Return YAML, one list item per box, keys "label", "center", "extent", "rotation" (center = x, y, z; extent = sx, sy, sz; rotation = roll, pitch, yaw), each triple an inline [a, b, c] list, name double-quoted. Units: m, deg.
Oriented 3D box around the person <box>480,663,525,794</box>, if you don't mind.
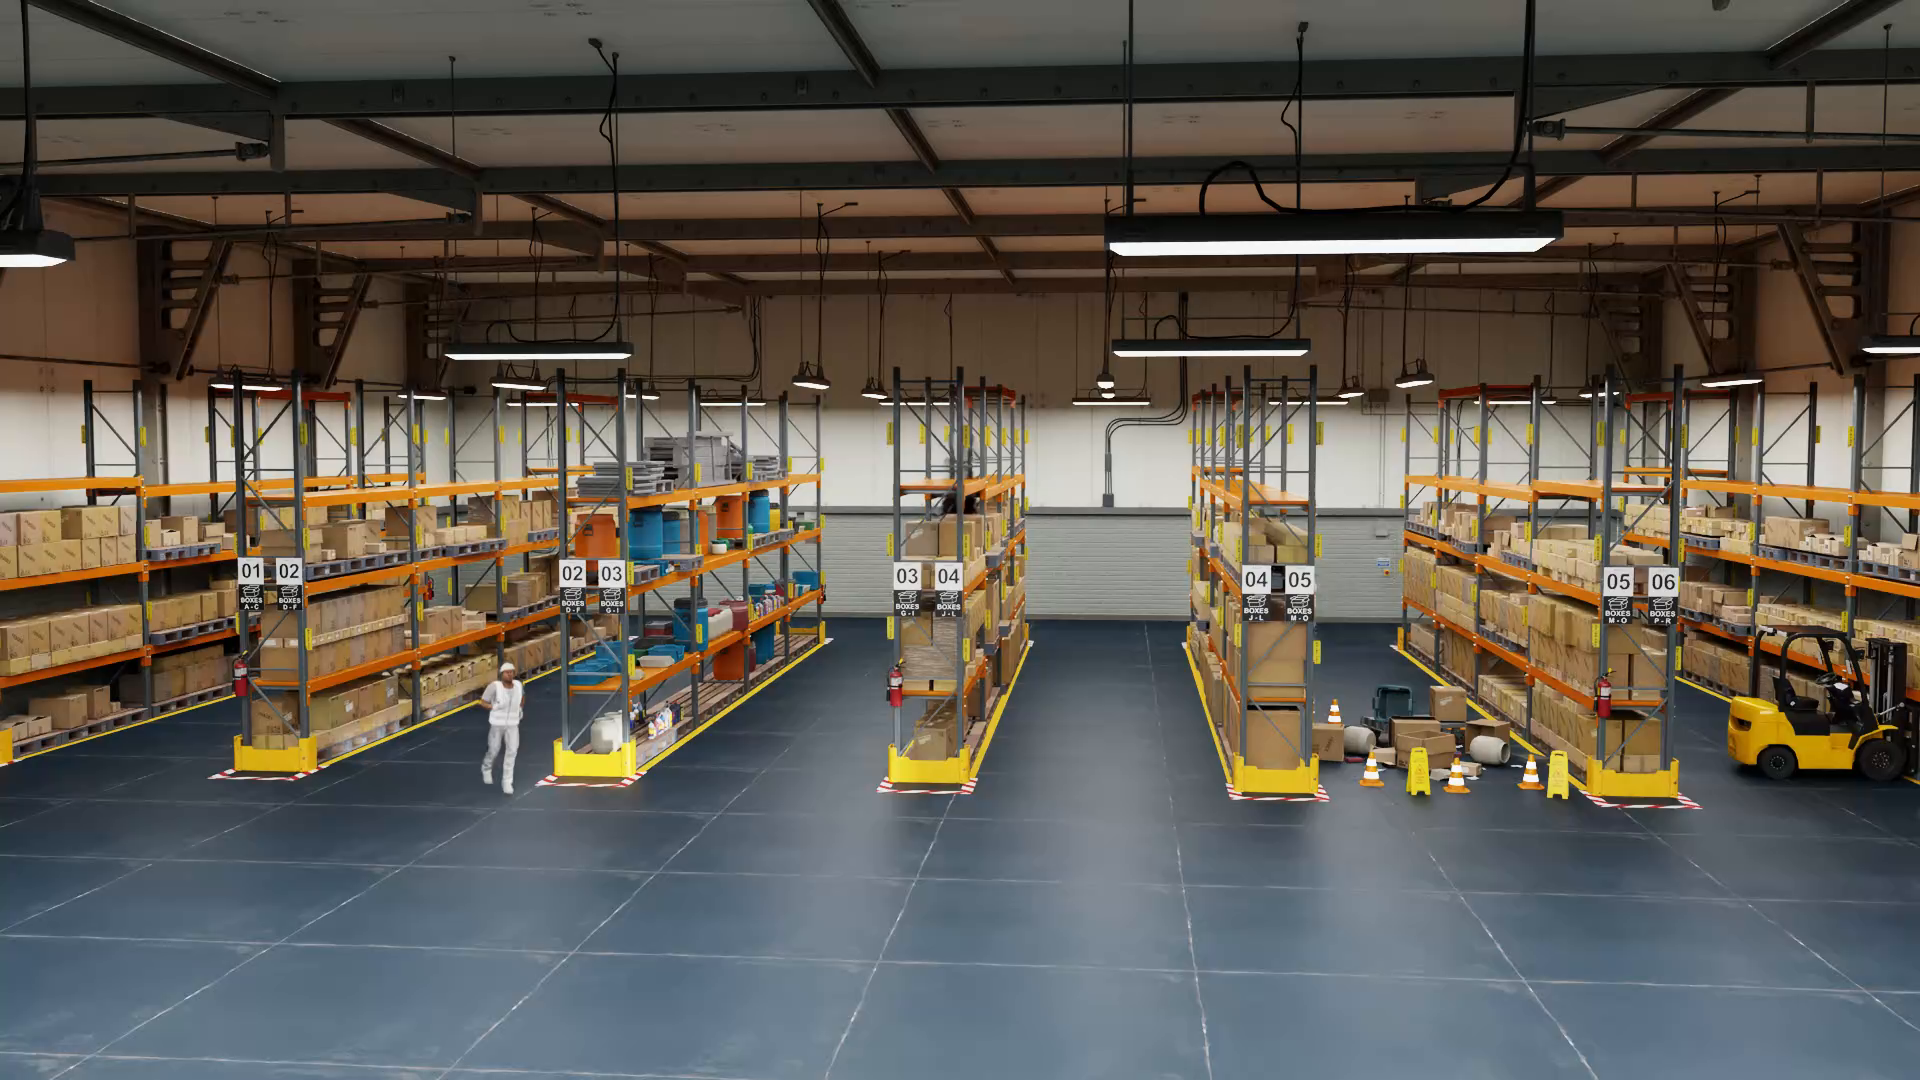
- label: "person"
  center: [-6.468, 2.636, 23.620]
  extent: [0.686, 1.802, 0.895]
  rotation: [-2, 4, -31]
